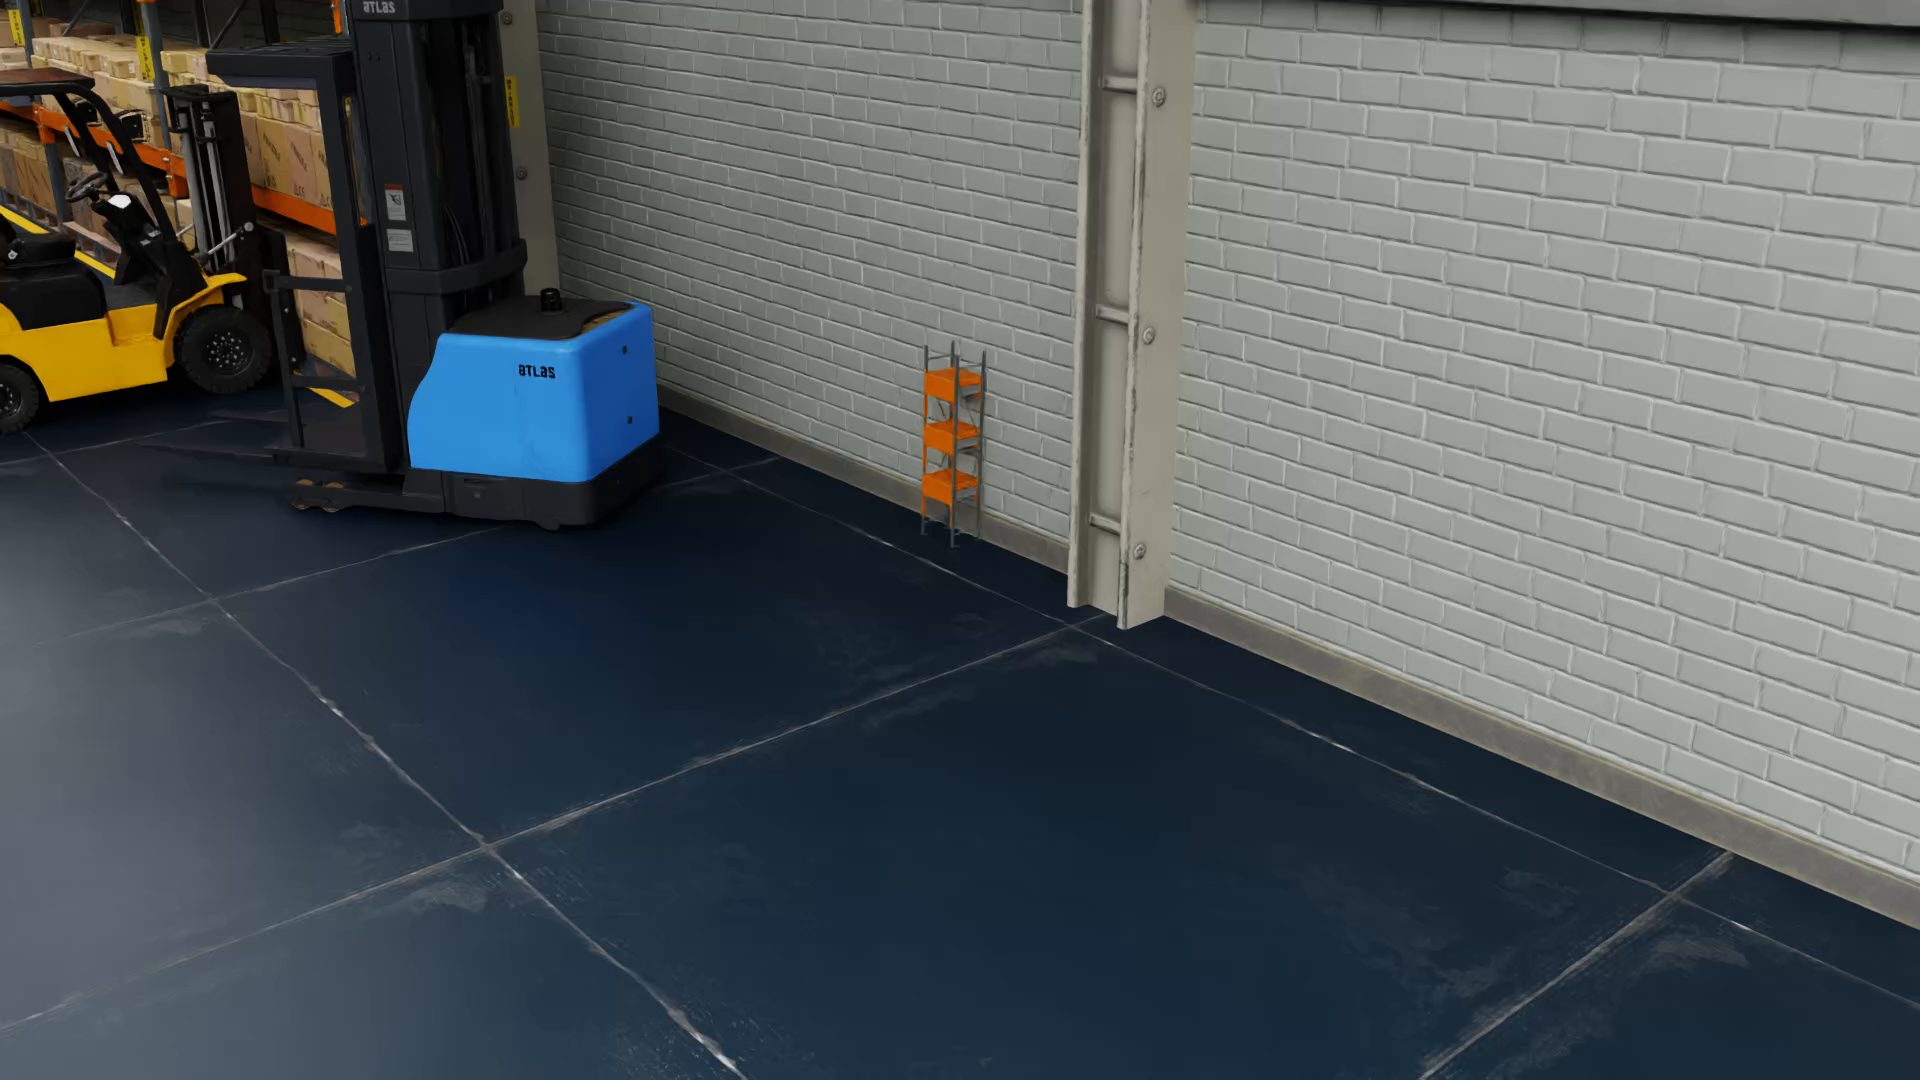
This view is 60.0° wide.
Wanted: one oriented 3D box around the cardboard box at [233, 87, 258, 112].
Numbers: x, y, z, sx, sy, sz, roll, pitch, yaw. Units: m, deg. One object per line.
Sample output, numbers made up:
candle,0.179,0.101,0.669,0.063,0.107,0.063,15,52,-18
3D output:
cardboard box,-4.985,-3.182,11.969,0.380,0.149,0.250,-18,28,-38

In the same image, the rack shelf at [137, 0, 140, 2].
rack shelf,-7.294,-5.030,14.588,1.077,0.370,4.000,-17,27,-37

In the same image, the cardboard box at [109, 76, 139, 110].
cardboard box,-6.844,-3.794,14.078,0.500,0.250,0.500,-18,28,-39

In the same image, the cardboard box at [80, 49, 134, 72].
cardboard box,-7.468,-4.207,14.585,0.380,0.149,0.250,-18,28,-39

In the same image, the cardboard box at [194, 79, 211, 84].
cardboard box,-5.513,-3.392,12.504,0.380,0.149,0.250,-17,27,-36

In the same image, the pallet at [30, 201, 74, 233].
pallet,-9.058,-3.438,17.473,1.003,0.211,1.213,-17,27,-37

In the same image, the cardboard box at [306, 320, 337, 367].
cardboard box,-4.241,-1.420,11.692,0.500,0.250,0.500,-17,27,-37

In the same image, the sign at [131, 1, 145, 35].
sign,-8.181,-5.193,16.543,0.100,0.325,0.005,-17,27,-37

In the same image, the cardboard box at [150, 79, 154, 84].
cardboard box,-6.380,-3.806,13.562,0.380,0.149,0.250,-16,27,-36

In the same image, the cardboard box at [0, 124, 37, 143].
cardboard box,-10.278,-4.452,18.199,0.380,0.149,0.250,-16,27,-36

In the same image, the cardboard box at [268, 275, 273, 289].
cardboard box,-4.928,-1.937,12.325,0.500,0.250,0.500,-18,27,-38

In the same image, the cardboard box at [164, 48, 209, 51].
cardboard box,-6.848,-4.278,14.766,0.380,0.149,0.250,-18,27,-38

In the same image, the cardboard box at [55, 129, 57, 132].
cardboard box,-9.732,-4.502,18.329,0.380,0.149,0.250,-19,28,-39

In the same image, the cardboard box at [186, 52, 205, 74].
cardboard box,-5.753,-3.698,12.878,0.380,0.149,0.250,-17,27,-37

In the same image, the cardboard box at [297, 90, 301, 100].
cardboard box,-4.253,-3.060,11.249,0.380,0.149,0.250,-17,27,-37

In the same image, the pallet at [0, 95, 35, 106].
pallet,-9.095,-4.602,16.885,1.213,0.211,1.003,-17,27,-37

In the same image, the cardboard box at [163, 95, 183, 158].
cardboard box,-5.897,-3.278,13.103,0.500,0.500,0.500,-18,28,-39

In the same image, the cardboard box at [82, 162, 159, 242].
cardboard box,-7.770,-3.257,15.866,0.875,0.625,0.625,-16,27,-36

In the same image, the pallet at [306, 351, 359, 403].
pallet,-3.908,-1.214,11.794,1.003,0.211,1.213,-17,27,-37

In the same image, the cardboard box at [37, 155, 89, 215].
cardboard box,-9.038,-3.618,16.961,0.500,0.500,0.500,-16,27,-36

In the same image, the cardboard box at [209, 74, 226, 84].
cardboard box,-5.313,-3.465,12.282,0.380,0.149,0.250,-18,28,-38

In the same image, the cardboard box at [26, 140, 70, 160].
cardboard box,-9.315,-3.999,17.043,0.380,0.149,0.250,-19,28,-40

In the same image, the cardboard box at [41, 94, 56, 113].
cardboard box,-8.495,-4.271,15.980,0.500,0.250,0.500,-17,27,-37

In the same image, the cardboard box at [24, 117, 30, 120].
cardboard box,-10.576,-4.855,19.230,0.380,0.149,0.250,-17,27,-37

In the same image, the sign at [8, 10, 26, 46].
sign,-9.004,-4.892,15.881,0.100,0.325,0.005,-17,27,-37

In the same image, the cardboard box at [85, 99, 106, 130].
cardboard box,-7.492,-3.846,14.896,0.500,0.250,0.500,-16,27,-36

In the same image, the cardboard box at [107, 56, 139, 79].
cardboard box,-6.954,-3.994,14.043,0.380,0.149,0.250,-19,28,-39

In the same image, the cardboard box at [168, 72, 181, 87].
cardboard box,-5.980,-3.614,13.072,0.380,0.149,0.250,-18,28,-38

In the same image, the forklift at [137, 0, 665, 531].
forklift,-3.321,-1.699,9.302,3.031,2.935,1.130,6,22,14

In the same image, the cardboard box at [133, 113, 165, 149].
cardboard box,-6.516,-3.423,13.817,0.500,0.250,0.500,-17,27,-36

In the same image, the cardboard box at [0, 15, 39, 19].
cardboard box,-10.214,-5.322,17.745,0.700,0.500,0.500,-18,27,-38

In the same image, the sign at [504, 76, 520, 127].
sign,-2.953,-2.881,10.932,0.100,0.325,0.005,-17,27,-37

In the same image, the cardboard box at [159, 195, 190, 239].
cardboard box,-6.338,-2.647,14.310,0.875,0.625,0.625,-16,26,-35

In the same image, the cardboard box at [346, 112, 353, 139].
cardboard box,-3.816,-2.689,10.709,0.380,0.149,0.250,-17,27,-37

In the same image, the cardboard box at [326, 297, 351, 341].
cardboard box,-3.932,-1.519,11.258,0.500,0.250,0.500,-18,28,-38

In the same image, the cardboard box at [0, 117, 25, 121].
cardboard box,-10.762,-4.671,18.760,0.380,0.149,0.250,-19,28,-40

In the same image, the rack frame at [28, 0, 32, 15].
rack frame,-11.210,-5.626,19.236,1.000,3.000,0.127,-17,27,-37

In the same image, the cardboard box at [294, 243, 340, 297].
cardboard box,-4.252,-1.884,11.506,0.500,0.250,0.500,-17,27,-36

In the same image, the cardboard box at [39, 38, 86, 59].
cardboard box,-8.439,-4.638,15.686,0.380,0.149,0.250,-17,27,-36

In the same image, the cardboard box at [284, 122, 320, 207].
cardboard box,-4.229,-2.576,11.312,0.500,0.500,0.500,-16,27,-36

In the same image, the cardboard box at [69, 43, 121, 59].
cardboard box,-7.885,-4.442,15.185,0.380,0.149,0.250,-17,27,-37

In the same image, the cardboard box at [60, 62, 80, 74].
cardboard box,-7.841,-4.216,15.155,0.500,0.250,0.500,-18,28,-39

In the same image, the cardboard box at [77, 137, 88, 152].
cardboard box,-9.080,-4.203,17.563,0.380,0.149,0.250,-17,27,-37

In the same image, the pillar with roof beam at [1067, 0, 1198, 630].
pillar with roof beam,-2.494,-2.829,3.867,9.100,9.000,0.400,-17,27,-37

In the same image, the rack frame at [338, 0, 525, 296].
rack frame,-3.377,-2.311,10.771,1.000,3.000,0.127,-17,27,-37

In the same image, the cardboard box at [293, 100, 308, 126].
cardboard box,-4.282,-2.910,11.273,0.380,0.149,0.250,-18,27,-38

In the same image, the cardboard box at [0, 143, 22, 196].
cardboard box,-10.054,-4.042,18.043,0.500,0.500,0.500,-19,28,-39

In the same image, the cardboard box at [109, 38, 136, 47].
cardboard box,-7.855,-4.696,15.835,0.380,0.149,0.250,-17,27,-37

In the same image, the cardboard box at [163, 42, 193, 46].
cardboard box,-7.305,-4.505,15.347,0.380,0.149,0.250,-18,28,-38

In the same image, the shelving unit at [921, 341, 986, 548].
shelving unit,-0.040,-0.504,8.815,0.215,1.050,0.252,-16,27,-39

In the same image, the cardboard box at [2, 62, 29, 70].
cardboard box,-9.319,-4.690,16.614,0.380,0.149,0.250,-17,27,-36

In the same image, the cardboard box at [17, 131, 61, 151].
cardboard box,-9.755,-4.235,17.645,0.380,0.149,0.250,-18,28,-38

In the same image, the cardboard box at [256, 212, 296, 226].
cardboard box,-5.251,-2.310,12.593,0.500,0.250,0.500,-16,27,-36

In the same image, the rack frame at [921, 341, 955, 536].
rack frame,-0.120,-0.538,8.900,0.200,1.050,0.008,-16,27,-39

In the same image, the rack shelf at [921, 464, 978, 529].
rack shelf,-0.048,-0.233,8.916,0.215,0.259,0.240,-16,27,-39
